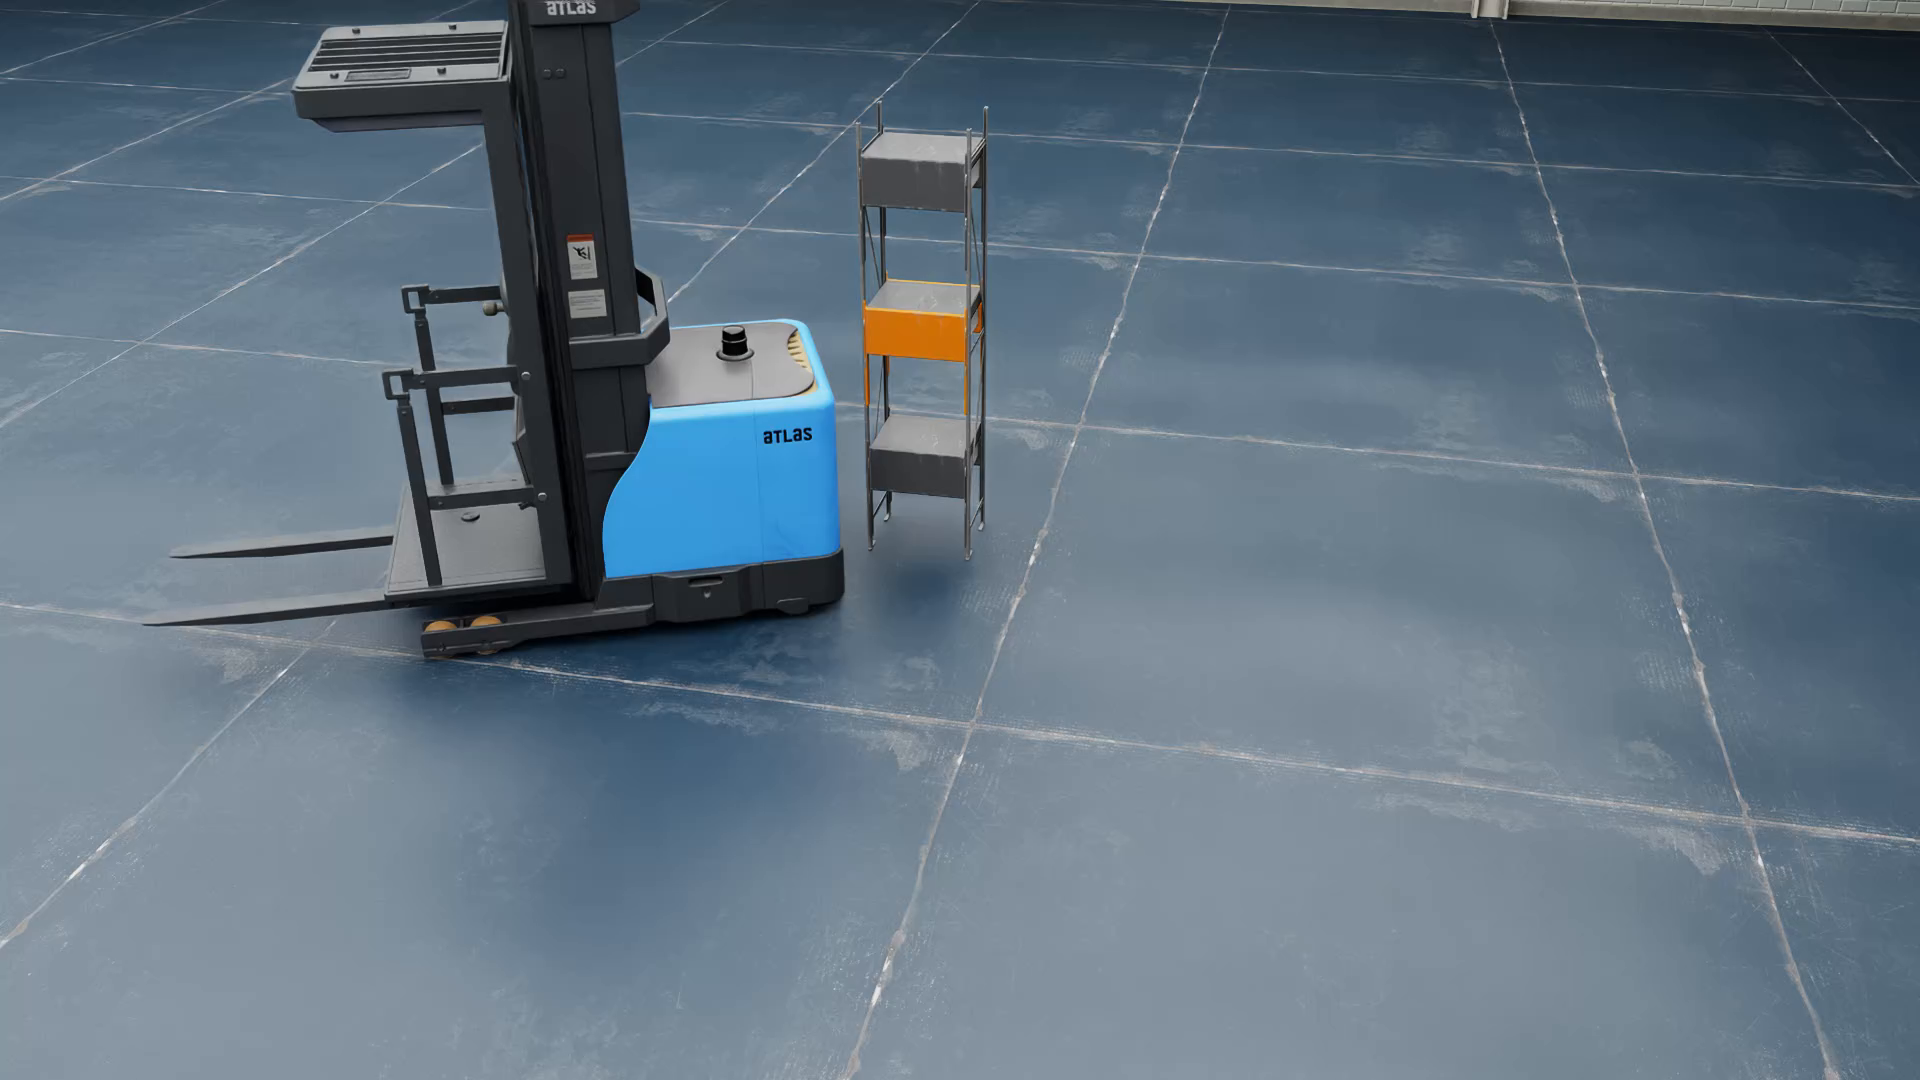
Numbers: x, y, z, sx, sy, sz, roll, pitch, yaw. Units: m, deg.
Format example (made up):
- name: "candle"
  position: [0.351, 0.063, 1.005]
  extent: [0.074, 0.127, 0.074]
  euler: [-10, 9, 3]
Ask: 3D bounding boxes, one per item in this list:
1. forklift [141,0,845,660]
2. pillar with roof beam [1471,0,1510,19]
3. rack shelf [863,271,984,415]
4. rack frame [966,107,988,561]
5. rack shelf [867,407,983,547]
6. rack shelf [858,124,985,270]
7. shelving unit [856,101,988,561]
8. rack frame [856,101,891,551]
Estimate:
- name: "forklift"
  position: [-2.102, -1.039, 7.096]
  extent: [3.031, 2.935, 1.130]
  euler: [-6, 29, -11]
- name: "pillar with roof beam"
  position: [5.285, -8.057, 13.596]
  extent: [0.400, 9.000, 9.100]
  euler: [6, 29, 11]
- name: "rack shelf"
  position: [-0.162, -0.926, 7.783]
  extent: [0.480, 0.518, 0.431]
  euler: [6, 29, 11]
- name: "rack frame"
  position: [0.077, -0.913, 7.731]
  extent: [0.015, 2.100, 0.400]
  euler: [6, 29, 11]
- name: "rack shelf"
  position: [-0.162, -0.312, 8.119]
  extent: [0.480, 0.518, 0.431]
  euler: [6, 29, 11]
- name: "rack shelf"
  position: [-0.162, -1.540, 7.447]
  extent: [0.480, 0.518, 0.431]
  euler: [6, 29, 11]
- name: "shelving unit"
  position: [-0.162, -0.938, 7.776]
  extent: [0.503, 2.100, 0.431]
  euler: [6, 29, 11]
- name: "rack frame"
  position: [-0.401, -0.962, 7.821]
  extent: [0.015, 2.100, 0.400]
  euler: [6, 29, 11]
